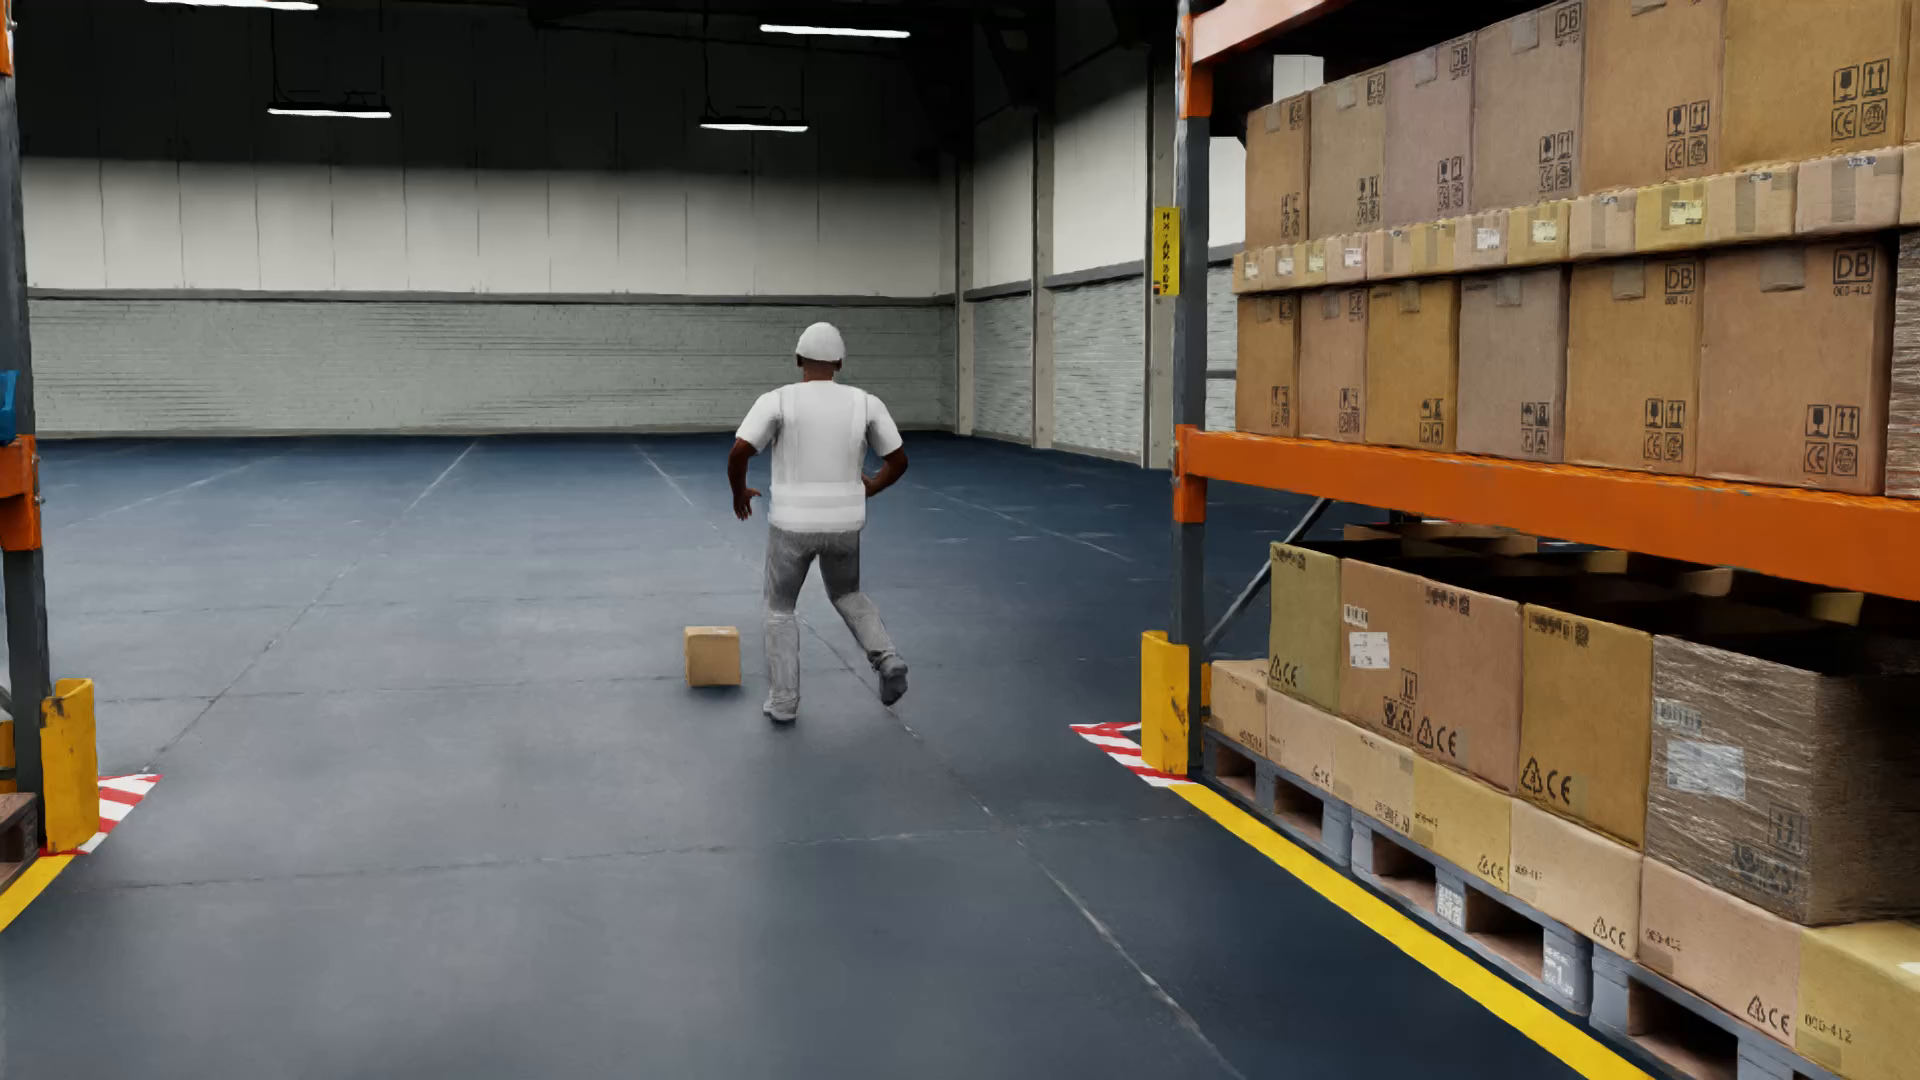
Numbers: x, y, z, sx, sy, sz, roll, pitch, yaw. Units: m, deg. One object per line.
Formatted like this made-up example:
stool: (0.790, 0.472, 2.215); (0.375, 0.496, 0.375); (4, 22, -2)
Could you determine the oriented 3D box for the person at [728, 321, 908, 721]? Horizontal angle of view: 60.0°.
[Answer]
person: (-0.639, -0.078, 7.235); (0.801, 1.733, 0.502); (-2, 7, -22)
